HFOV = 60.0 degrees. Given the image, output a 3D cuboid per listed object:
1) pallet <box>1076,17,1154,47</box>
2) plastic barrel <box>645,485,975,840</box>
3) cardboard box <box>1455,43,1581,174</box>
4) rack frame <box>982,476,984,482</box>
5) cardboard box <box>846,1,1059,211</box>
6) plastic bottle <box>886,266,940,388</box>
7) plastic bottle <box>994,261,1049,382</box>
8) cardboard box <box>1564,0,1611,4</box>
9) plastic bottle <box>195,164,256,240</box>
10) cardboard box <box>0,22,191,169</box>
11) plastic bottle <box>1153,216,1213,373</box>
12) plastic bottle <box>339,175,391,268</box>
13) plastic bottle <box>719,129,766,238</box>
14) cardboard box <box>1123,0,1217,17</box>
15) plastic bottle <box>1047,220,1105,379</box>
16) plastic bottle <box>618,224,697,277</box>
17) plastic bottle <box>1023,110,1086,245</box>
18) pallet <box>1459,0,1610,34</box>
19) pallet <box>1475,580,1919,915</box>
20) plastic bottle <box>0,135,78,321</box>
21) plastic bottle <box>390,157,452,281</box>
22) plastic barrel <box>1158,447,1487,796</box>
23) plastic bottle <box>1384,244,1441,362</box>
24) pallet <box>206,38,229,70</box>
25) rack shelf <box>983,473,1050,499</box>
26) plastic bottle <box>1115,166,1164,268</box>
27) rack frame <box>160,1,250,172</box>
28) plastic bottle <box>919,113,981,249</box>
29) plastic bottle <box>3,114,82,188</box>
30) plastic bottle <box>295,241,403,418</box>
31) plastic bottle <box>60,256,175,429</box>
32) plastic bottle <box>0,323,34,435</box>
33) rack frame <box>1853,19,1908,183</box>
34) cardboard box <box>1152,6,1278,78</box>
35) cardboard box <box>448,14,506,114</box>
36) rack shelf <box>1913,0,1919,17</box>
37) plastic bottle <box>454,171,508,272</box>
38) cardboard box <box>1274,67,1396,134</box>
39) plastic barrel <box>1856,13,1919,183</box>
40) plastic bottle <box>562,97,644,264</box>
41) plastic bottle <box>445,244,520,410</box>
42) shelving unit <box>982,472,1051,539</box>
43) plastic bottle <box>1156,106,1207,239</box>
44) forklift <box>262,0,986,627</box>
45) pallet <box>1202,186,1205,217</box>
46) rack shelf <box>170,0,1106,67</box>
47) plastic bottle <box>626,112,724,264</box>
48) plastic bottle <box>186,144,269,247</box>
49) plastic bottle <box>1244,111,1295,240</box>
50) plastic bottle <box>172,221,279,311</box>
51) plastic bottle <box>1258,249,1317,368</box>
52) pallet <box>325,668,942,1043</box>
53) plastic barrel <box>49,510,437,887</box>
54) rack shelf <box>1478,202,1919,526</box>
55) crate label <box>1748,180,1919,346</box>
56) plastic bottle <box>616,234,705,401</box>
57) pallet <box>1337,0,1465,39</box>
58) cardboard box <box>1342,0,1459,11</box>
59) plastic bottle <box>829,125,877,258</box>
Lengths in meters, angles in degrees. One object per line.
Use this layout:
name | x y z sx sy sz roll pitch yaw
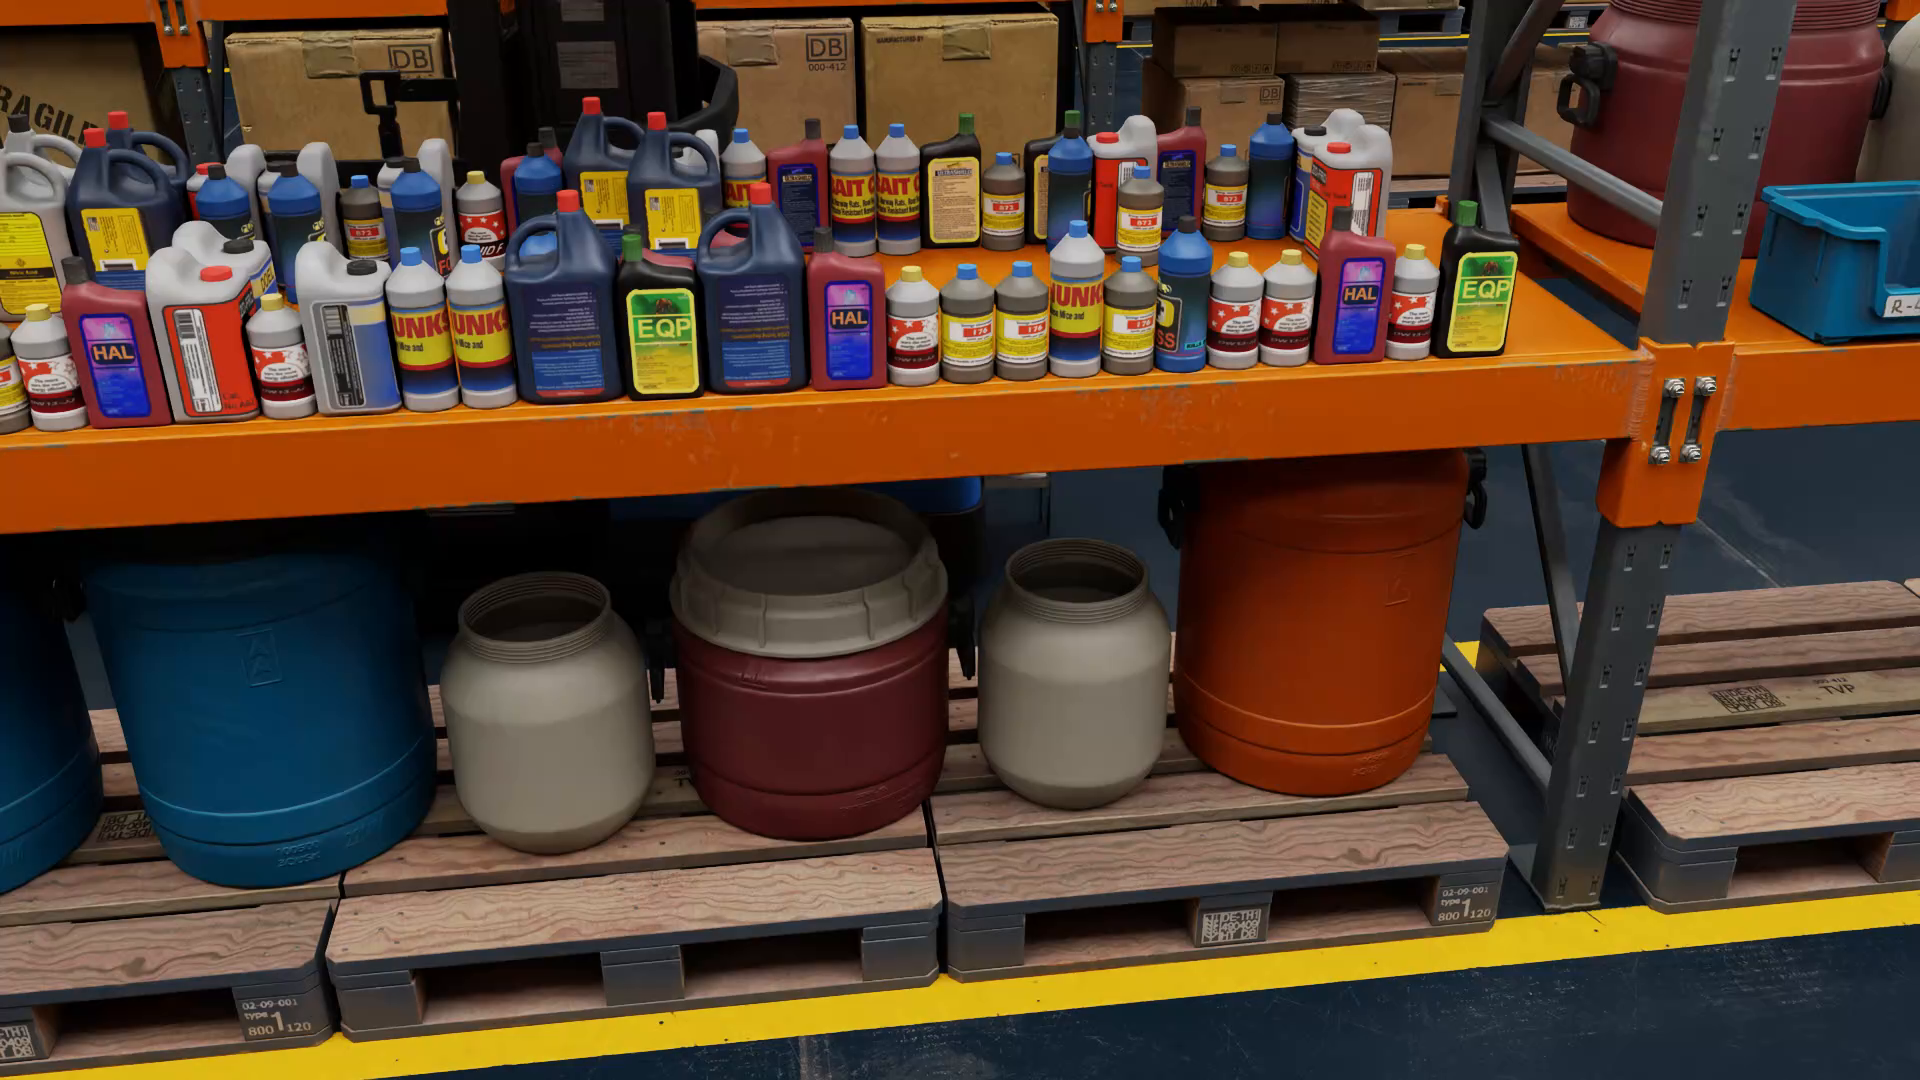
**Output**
pallet | 0.787 -4.007 12.828 1.213 0.211 1.003 -4 27 -7
plastic barrel | -0.323 0.253 3.653 0.708 0.588 0.600 -4 27 -7
cardboard box | 2.908 -2.234 8.574 0.500 0.500 0.700 -6 28 -12
rack frame | 0.062 -0.399 5.042 0.006 0.900 0.240 -2 27 -3
cardboard box | -0.099 -2.190 8.099 0.875 0.875 1.225 -5 28 -10
plastic bottle | -0.084 -0.380 2.922 0.097 0.201 0.097 0 27 0
plastic bottle | 0.109 -0.392 2.946 0.097 0.201 0.097 0 27 0
cardboard box | 4.590 -4.736 13.061 0.875 0.875 0.875 -3 27 -6
plastic bottle | -1.442 -0.603 3.281 0.097 0.271 0.097 0 27 0
cardboard box | -4.038 -1.964 7.659 0.875 0.875 0.875 -4 27 -7
plastic bottle | 0.398 -0.442 2.966 0.097 0.271 0.097 0 27 0
plastic bottle | -1.233 -0.656 3.460 0.097 0.201 0.097 0 27 0
plastic bottle | -0.459 -0.737 3.541 0.097 0.271 0.097 0 27 0
cardboard box | 1.477 -4.472 12.685 0.750 0.750 1.050 -3 27 -6
plastic bottle | 0.205 -0.429 2.942 0.097 0.271 0.097 0 27 0
plastic bottle | -0.519 -0.408 2.887 0.133 0.283 0.061 -4 27 -7
plastic bottle | 0.207 -0.793 3.638 0.133 0.283 0.061 -4 27 -7
pallet | 4.721 -4.258 13.317 1.213 0.211 1.003 -4 27 -7
pallet | 2.050 0.465 4.112 1.213 0.211 1.003 -4 27 -7
plastic bottle | -1.799 -0.609 3.204 0.185 0.351 0.144 -4 27 -7
plastic bottle | -1.079 -0.627 3.326 0.097 0.271 0.097 0 27 0
plastic barrel | 0.795 0.074 3.737 0.708 0.830 0.600 -4 27 -7
plastic bottle | 0.819 -0.438 3.035 0.097 0.201 0.097 0 27 0
pallet | -5.836 -3.598 12.032 1.213 0.211 1.003 -4 27 -7
rack shelf | 0.163 -0.212 5.145 0.200 0.077 0.258 -2 27 -3
plastic bottle | 0.381 -0.689 3.525 0.097 0.201 0.097 0 27 0
rack frame | -3.374 -2.728 7.281 0.127 3.000 1.000 -4 27 -7
plastic bottle | -0.022 -0.778 3.609 0.133 0.283 0.061 -4 27 -7
plastic bottle | -1.819 -0.674 3.331 0.185 0.351 0.144 -4 27 -7
plastic bottle | -1.026 -0.365 2.811 0.135 0.276 0.152 -4 27 -7
plastic bottle | -1.382 -0.324 2.724 0.133 0.283 0.061 -4 27 -7
plastic bottle | -1.595 -0.283 2.732 0.097 0.201 0.097 0 27 0
rack frame | 4.548 -3.237 8.273 0.127 3.000 1.000 -4 27 -7
cardboard box | 1.246 -2.456 8.186 0.500 0.250 0.500 -3 27 -5
cardboard box | -1.858 -2.077 7.879 0.875 0.875 1.225 -5 28 -9
rack shelf | 6.529 -3.044 8.685 4.000 0.370 1.077 -4 27 -7
plastic bottle | -1.003 -0.670 3.488 0.097 0.201 0.097 0 27 0
cardboard box | 1.795 -2.159 8.428 0.500 0.500 0.700 -6 28 -11
plastic barrel | 2.266 -0.955 3.704 0.421 0.512 0.421 0 27 0
plastic bottle | -0.728 -0.744 3.468 0.185 0.351 0.144 -4 27 -7
plastic bottle | -0.811 -0.364 2.815 0.097 0.271 0.097 0 27 0
shelving unit | 0.163 -0.402 5.048 0.210 0.900 0.258 -2 27 -3
plastic bottle | 0.472 -0.810 3.671 0.133 0.283 0.061 -4 27 -7
forklift | -1.464 -1.299 4.570 3.031 2.935 1.130 -2 27 -3
pallet | 1.361 -1.791 8.509 1.213 0.211 1.003 -4 27 -7
rack shelf | -1.393 -2.535 7.694 4.000 0.370 1.077 -4 27 -7
plastic bottle | -0.574 -0.684 3.350 0.185 0.351 0.144 -4 27 -7
plastic bottle | -1.477 -0.661 3.387 0.135 0.276 0.152 -4 27 -7
plastic bottle | 0.685 -0.810 3.684 0.097 0.271 0.097 0 27 0
plastic bottle | -1.277 -0.419 2.917 0.135 0.276 0.152 -4 27 -7
plastic bottle | 0.591 -0.423 3.006 0.097 0.201 0.097 0 27 0
pallet | -0.703 0.642 3.767 1.213 0.211 1.003 -4 27 -7
plastic barrel | -1.441 0.186 3.441 0.708 0.901 0.600 -4 27 -7
rack shelf | 3.258 -0.551 3.826 4.000 0.370 1.077 -4 27 -7
crate label | 1.747 -0.527 3.174 0.416 0.233 0.303 -4 27 -7
plastic bottle | -0.511 -0.380 2.833 0.133 0.283 0.061 -4 27 -7
pallet | 3.204 -4.162 13.130 1.213 0.211 1.003 -4 27 -7
cardboard box | 3.355 -4.592 12.917 0.750 0.750 1.050 -4 27 -7
plastic bottle | -0.230 -0.751 3.569 0.097 0.271 0.097 0 27 0
